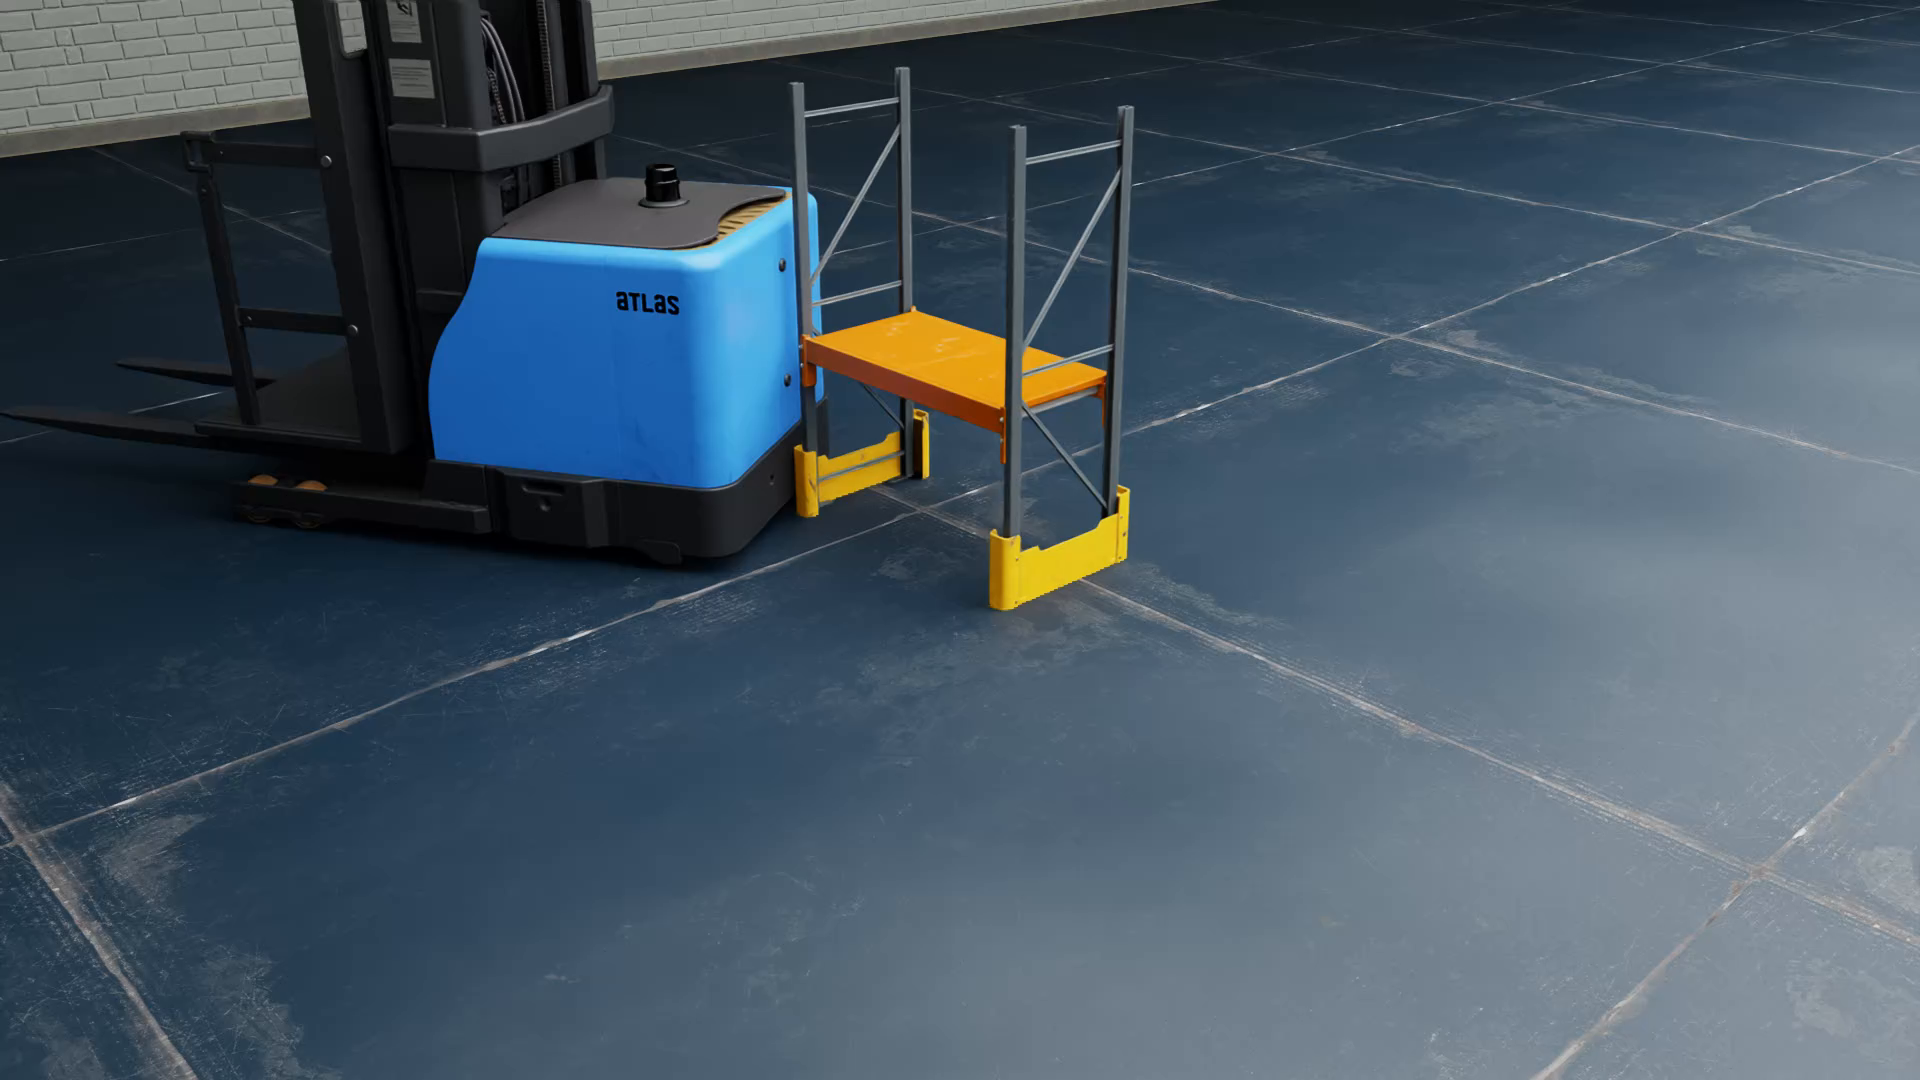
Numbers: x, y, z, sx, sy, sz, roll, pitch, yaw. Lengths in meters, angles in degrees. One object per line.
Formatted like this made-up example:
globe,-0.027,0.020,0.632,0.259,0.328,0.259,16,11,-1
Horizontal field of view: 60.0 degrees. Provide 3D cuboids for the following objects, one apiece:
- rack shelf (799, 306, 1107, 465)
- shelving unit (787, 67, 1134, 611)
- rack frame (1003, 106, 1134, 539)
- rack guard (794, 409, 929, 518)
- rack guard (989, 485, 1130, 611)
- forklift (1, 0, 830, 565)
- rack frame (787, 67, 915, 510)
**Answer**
rack shelf,-0.018,-0.539,5.558,0.538,0.185,1.000,-21,32,-38
shelving unit,-0.012,-0.700,5.478,0.587,1.500,1.083,-21,32,-38
rack frame,0.328,-0.548,5.145,0.500,1.500,0.032,-21,32,-38
rack guard,-0.351,-0.283,6.069,0.587,0.250,0.087,-21,32,-38
rack guard,0.328,0.020,5.406,0.587,0.250,0.087,-21,32,-38
forklift,-2.066,-1.576,5.673,3.031,2.935,1.130,7,25,14
rack frame,-0.364,-0.857,5.822,0.500,1.500,0.032,-21,32,-38
